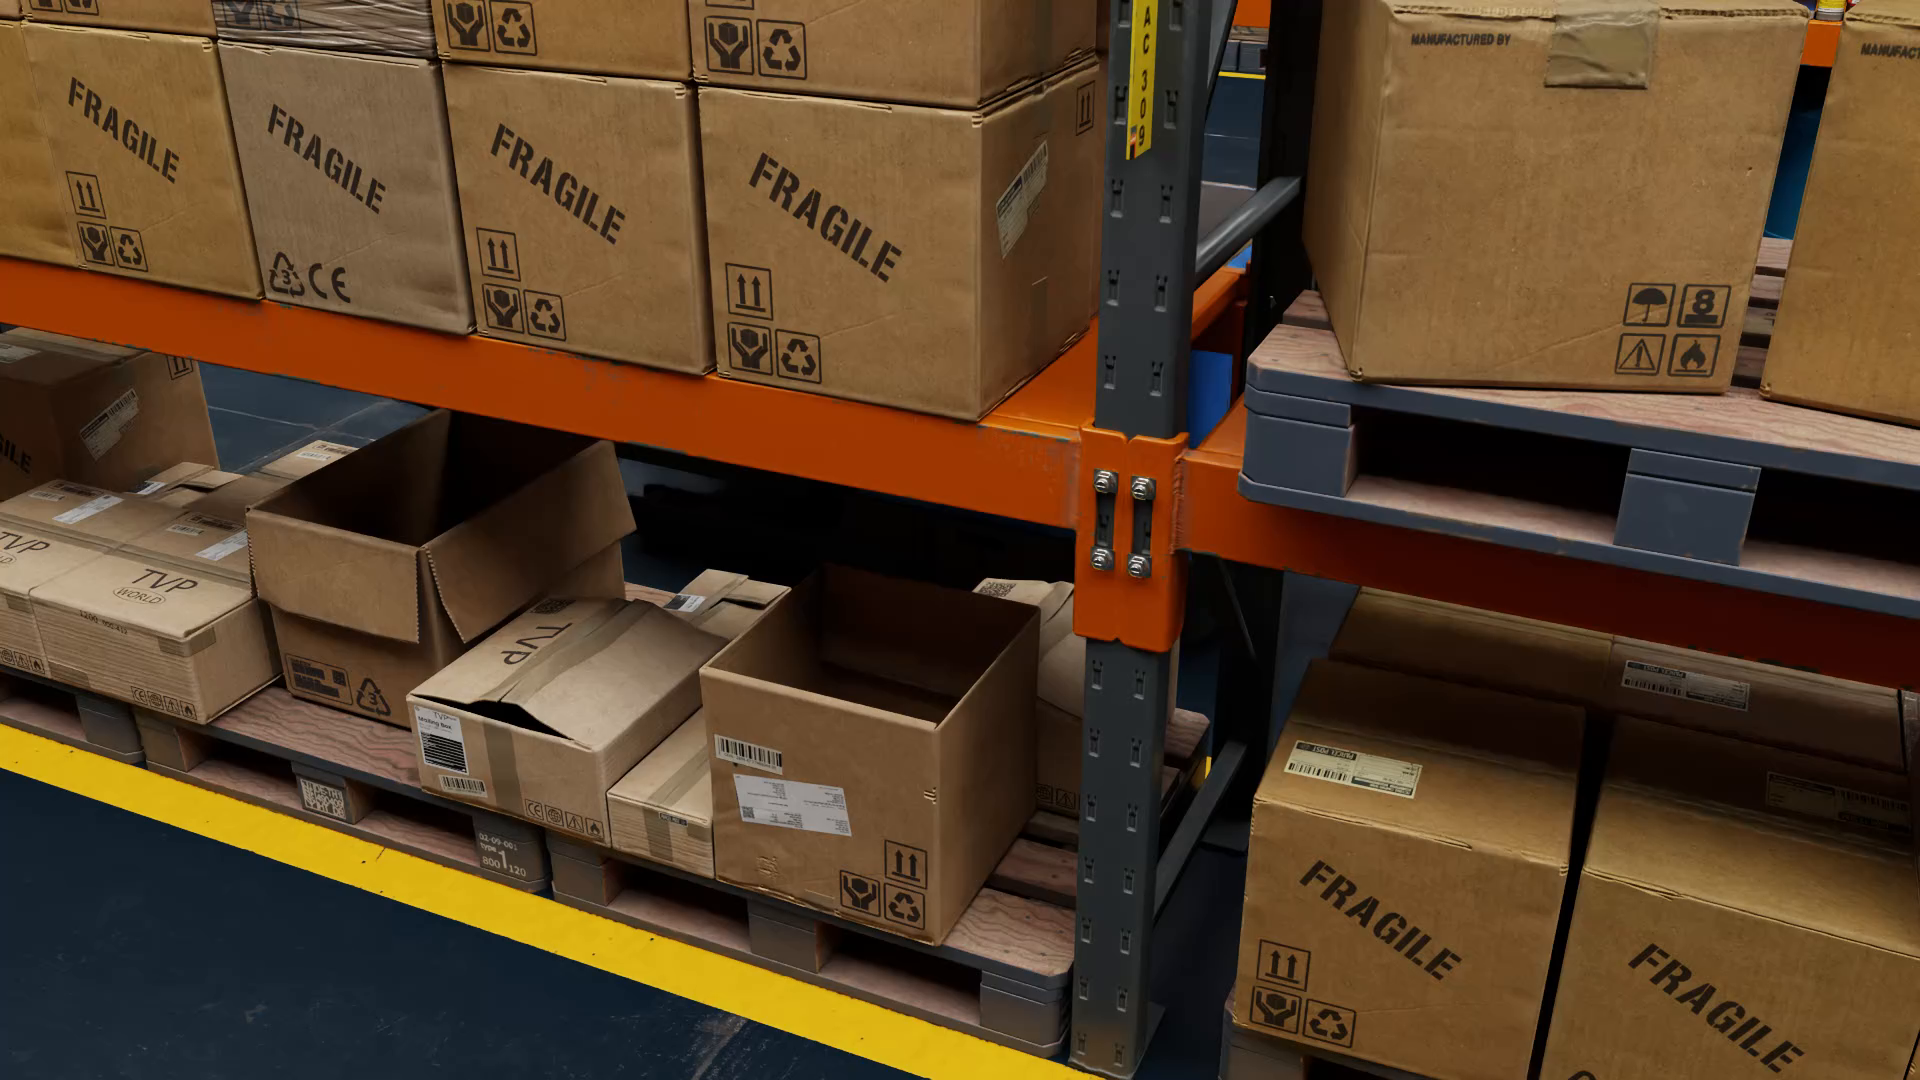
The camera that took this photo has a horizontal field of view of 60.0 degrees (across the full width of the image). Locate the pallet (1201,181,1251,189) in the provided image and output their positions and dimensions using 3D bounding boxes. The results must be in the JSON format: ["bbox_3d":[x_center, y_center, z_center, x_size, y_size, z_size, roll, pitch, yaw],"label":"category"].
[{"bbox_3d":[0.725,-1.605,8.270,1.213,0.211,1.003,11,28,22],"label":"pallet"}]

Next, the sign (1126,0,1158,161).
[{"bbox_3d":[0.254,-0.692,2.280,0.005,0.325,0.100,11,28,22],"label":"sign"}]

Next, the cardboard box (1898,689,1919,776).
[{"bbox_3d":[1.942,0.561,3.046,0.500,0.500,0.500,12,29,22],"label":"cardboard box"}]

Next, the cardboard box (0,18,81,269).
[{"bbox_3d":[-1.948,-0.927,3.625,0.500,0.500,0.500,11,28,22],"label":"cardboard box"}]

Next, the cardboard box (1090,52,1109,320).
[{"bbox_3d":[0.120,-0.771,3.307,0.500,0.500,0.500,12,29,23],"label":"cardboard box"}]

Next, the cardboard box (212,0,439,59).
[{"bbox_3d":[-1.022,-1.190,3.026,0.500,0.500,0.500,12,28,22],"label":"cardboard box"}]

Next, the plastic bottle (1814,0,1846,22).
[{"bbox_3d":[3.305,-2.071,6.285,0.097,0.201,0.097,0,26,0],"label":"plastic bottle"}]

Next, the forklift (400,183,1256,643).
[{"bbox_3d":[-0.479,-1.459,4.895,3.031,2.935,1.130,12,29,24],"label":"forklift"}]

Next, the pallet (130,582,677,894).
[{"bbox_3d":[-1.268,0.379,4.241,1.213,0.211,1.003,11,28,22],"label":"pallet"}]

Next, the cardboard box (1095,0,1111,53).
[{"bbox_3d":[0.159,-1.216,3.079,0.500,0.500,0.500,12,29,23],"label":"cardboard box"}]

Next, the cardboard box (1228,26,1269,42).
[{"bbox_3d":[2.378,-4.221,12.358,0.875,0.875,0.875,11,28,22],"label":"cardboard box"}]

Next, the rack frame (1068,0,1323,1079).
[{"bbox_3d":[0.471,-0.523,2.917,0.127,3.000,1.000,11,28,22],"label":"rack frame"}]

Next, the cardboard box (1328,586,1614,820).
[{"bbox_3d":[1.039,0.376,3.423,0.500,0.500,0.500,11,28,22],"label":"cardboard box"}]

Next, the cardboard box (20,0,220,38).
[{"bbox_3d":[-1.480,-1.283,3.214,0.500,0.500,0.500,11,28,21],"label":"cardboard box"}]

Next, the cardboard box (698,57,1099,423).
[{"bbox_3d":[-0.090,-0.557,2.871,0.500,0.500,0.500,12,29,23],"label":"cardboard box"}]

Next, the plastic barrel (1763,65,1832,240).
[{"bbox_3d":[3.658,-1.526,6.853,0.708,0.901,0.600,11,28,22],"label":"plastic barrel"}]

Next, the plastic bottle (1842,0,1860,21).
[{"bbox_3d":[3.393,-2.053,6.248,0.097,0.201,0.097,0,26,0],"label":"plastic bottle"}]

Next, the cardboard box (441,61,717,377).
[{"bbox_3d":[-0.560,-0.650,3.062,0.500,0.500,0.500,12,29,23],"label":"cardboard box"}]

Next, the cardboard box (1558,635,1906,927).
[{"bbox_3d":[1.486,0.469,3.233,0.500,0.500,0.500,11,28,22],"label":"cardboard box"}]

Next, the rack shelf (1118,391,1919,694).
[{"bbox_3d":[2.292,0.165,2.333,4.000,0.370,1.077,11,28,22],"label":"rack shelf"}]

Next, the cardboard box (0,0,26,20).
[{"bbox_3d":[-1.943,-1.375,3.402,0.500,0.500,0.500,12,29,23],"label":"cardboard box"}]

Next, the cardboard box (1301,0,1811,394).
[{"bbox_3d":[0.810,-0.580,2.444,0.500,0.500,0.700,2,26,4],"label":"cardboard box"}]

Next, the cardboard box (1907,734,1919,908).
[{"bbox_3d":[1.721,0.433,2.457,0.500,0.250,0.500,11,28,22],"label":"cardboard box"}]

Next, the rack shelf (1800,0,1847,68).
[{"bbox_3d":[4.346,-1.826,6.377,4.000,0.370,1.077,11,28,22],"label":"rack shelf"}]

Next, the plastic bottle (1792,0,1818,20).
[{"bbox_3d":[3.216,-2.120,6.305,0.097,0.271,0.097,0,26,0],"label":"plastic bottle"}]

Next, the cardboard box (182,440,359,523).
[{"bbox_3d":[-1.721,-0.032,4.535,0.500,0.250,0.500,11,28,22],"label":"cardboard box"}]

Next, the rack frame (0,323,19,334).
[{"bbox_3d":[-3.170,-1.255,4.403,0.127,3.000,1.000,11,28,22],"label":"rack frame"}]

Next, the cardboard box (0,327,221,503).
[{"bbox_3d":[-2.573,-0.330,4.857,0.500,0.500,0.500,11,28,22],"label":"cardboard box"}]

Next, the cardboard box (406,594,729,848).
[{"bbox_3d":[-0.847,0.358,3.672,0.500,0.311,0.500,11,28,22],"label":"cardboard box"}]

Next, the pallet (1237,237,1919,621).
[{"bbox_3d":[1.154,-0.247,2.574,1.213,0.211,1.003,11,28,22],"label":"pallet"}]

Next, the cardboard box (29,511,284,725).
[{"bbox_3d":[-1.882,0.178,4.108,0.500,0.250,0.500,11,28,22],"label":"cardboard box"}]

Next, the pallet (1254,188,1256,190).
[{"bbox_3d":[1.840,-1.382,7.819,1.213,0.211,1.003,11,28,22],"label":"pallet"}]

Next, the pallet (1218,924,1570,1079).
[{"bbox_3d":[1.227,0.861,3.262,1.213,0.211,1.003,11,28,22],"label":"pallet"}]

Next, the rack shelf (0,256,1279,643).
[{"bbox_3d":[-1.349,-0.566,3.819,4.000,0.370,1.077,11,28,22],"label":"rack shelf"}]

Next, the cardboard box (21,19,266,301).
[{"bbox_3d":[-1.493,-0.835,3.438,0.500,0.500,0.500,12,29,22],"label":"cardboard box"}]

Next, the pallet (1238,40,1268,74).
[{"bbox_3d":[2.801,-3.648,12.420,1.213,0.211,1.003,11,28,22],"label":"pallet"}]

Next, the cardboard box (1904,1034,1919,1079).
[{"bbox_3d":[1.753,0.774,2.613,0.500,0.500,0.500,12,29,22],"label":"cardboard box"}]

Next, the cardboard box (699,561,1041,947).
[{"bbox_3d":[-0.165,0.411,3.352,0.500,0.500,0.500,11,28,22],"label":"cardboard box"}]

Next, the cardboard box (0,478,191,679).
[{"bbox_3d":[-2.337,0.086,4.294,0.500,0.250,0.500,11,28,22],"label":"cardboard box"}]

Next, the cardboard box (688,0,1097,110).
[{"bbox_3d":[-0.096,-1.005,2.651,0.500,0.500,0.500,12,28,22],"label":"cardboard box"}]

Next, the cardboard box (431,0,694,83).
[{"bbox_3d":[-0.564,-1.098,2.839,0.500,0.500,0.500,11,28,21],"label":"cardboard box"}]

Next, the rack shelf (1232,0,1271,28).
[{"bbox_3d":[0.705,-2.557,7.863,4.000,0.370,1.077,11,28,22],"label":"rack shelf"}]

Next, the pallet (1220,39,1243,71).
[{"bbox_3d":[1.694,-3.872,12.875,1.213,0.211,1.003,11,28,22],"label":"pallet"}]

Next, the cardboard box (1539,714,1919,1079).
[{"bbox_3d":[1.301,0.680,2.805,0.500,0.500,0.500,12,29,23],"label":"cardboard box"}]

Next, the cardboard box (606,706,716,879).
[{"bbox_3d":[-0.531,0.524,3.520,0.250,0.149,0.380,11,28,22],"label":"cardboard box"}]

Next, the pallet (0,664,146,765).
[{"bbox_3d":[-2.375,0.156,4.695,1.213,0.211,1.003,11,28,22],"label":"pallet"}]

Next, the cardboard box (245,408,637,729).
[{"bbox_3d":[-1.241,0.058,4.065,0.637,0.503,0.797,11,28,22],"label":"cardboard box"}]

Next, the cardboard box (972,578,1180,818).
[{"bbox_3d":[0.179,0.322,3.747,0.500,0.311,0.500,11,28,22],"label":"cardboard box"}]

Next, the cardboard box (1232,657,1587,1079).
[{"bbox_3d":[0.811,0.587,2.994,0.500,0.500,0.500,10,28,19],"label":"cardboard box"}]

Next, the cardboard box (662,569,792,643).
[{"bbox_3d":[-0.613,0.232,4.092,0.250,0.166,0.380,11,28,22],"label":"cardboard box"}]

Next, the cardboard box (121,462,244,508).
[{"bbox_3d":[-2.242,-0.070,4.707,0.250,0.166,0.380,11,28,22],"label":"cardboard box"}]

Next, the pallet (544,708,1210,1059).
[{"bbox_3d":[-0.153,0.602,3.789,1.213,0.211,1.003,11,28,22],"label":"pallet"}]

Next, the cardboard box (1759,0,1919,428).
[{"bbox_3d":[1.462,-0.480,2.240,0.500,0.500,0.700,16,31,30],"label":"cardboard box"}]

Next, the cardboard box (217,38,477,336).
[{"bbox_3d":[-1.028,-0.743,3.251,0.500,0.500,0.500,12,29,23],"label":"cardboard box"}]
